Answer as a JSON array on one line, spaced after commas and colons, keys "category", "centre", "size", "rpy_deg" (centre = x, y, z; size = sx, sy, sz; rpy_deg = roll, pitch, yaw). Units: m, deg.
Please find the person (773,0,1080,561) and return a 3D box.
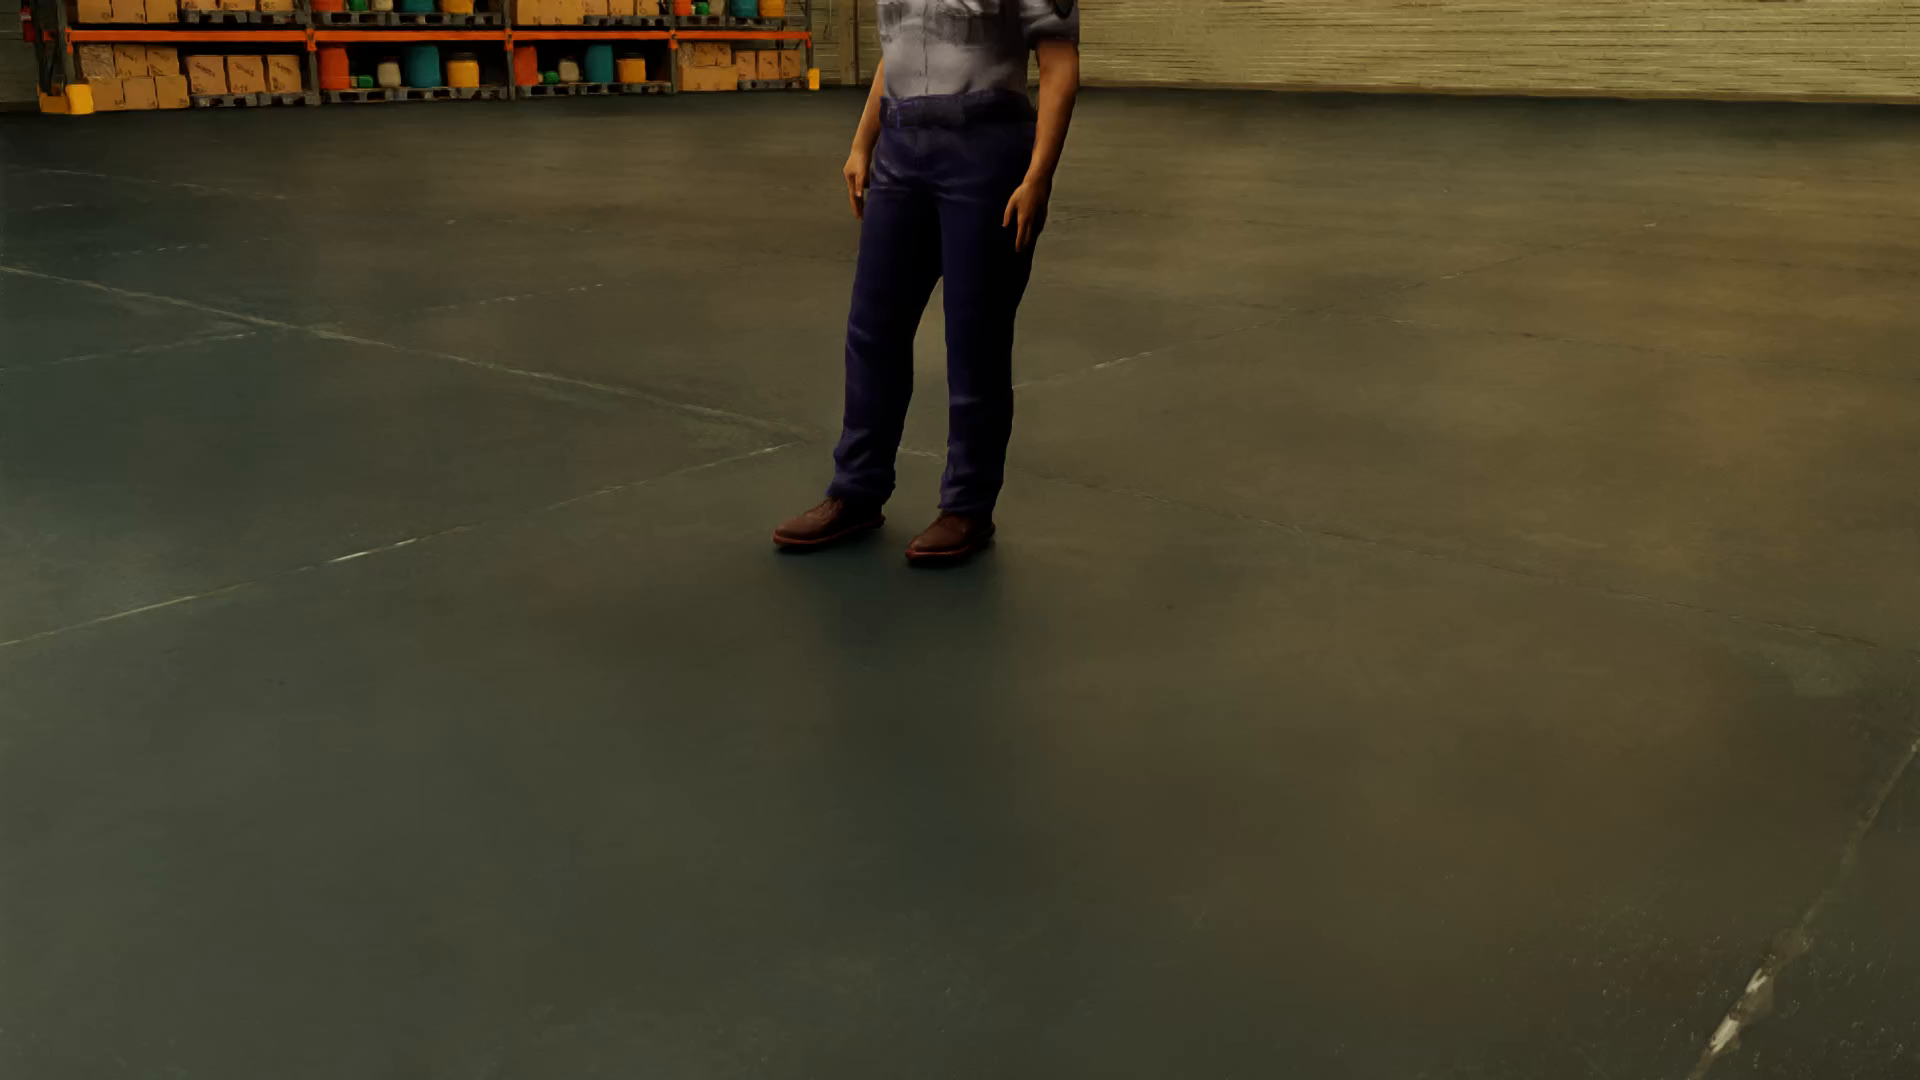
[{"category": "person", "centre": [-0.075, -0.779, 3.648], "size": [0.599, 1.650, 0.502], "rpy_deg": [13, 21, 37]}]
